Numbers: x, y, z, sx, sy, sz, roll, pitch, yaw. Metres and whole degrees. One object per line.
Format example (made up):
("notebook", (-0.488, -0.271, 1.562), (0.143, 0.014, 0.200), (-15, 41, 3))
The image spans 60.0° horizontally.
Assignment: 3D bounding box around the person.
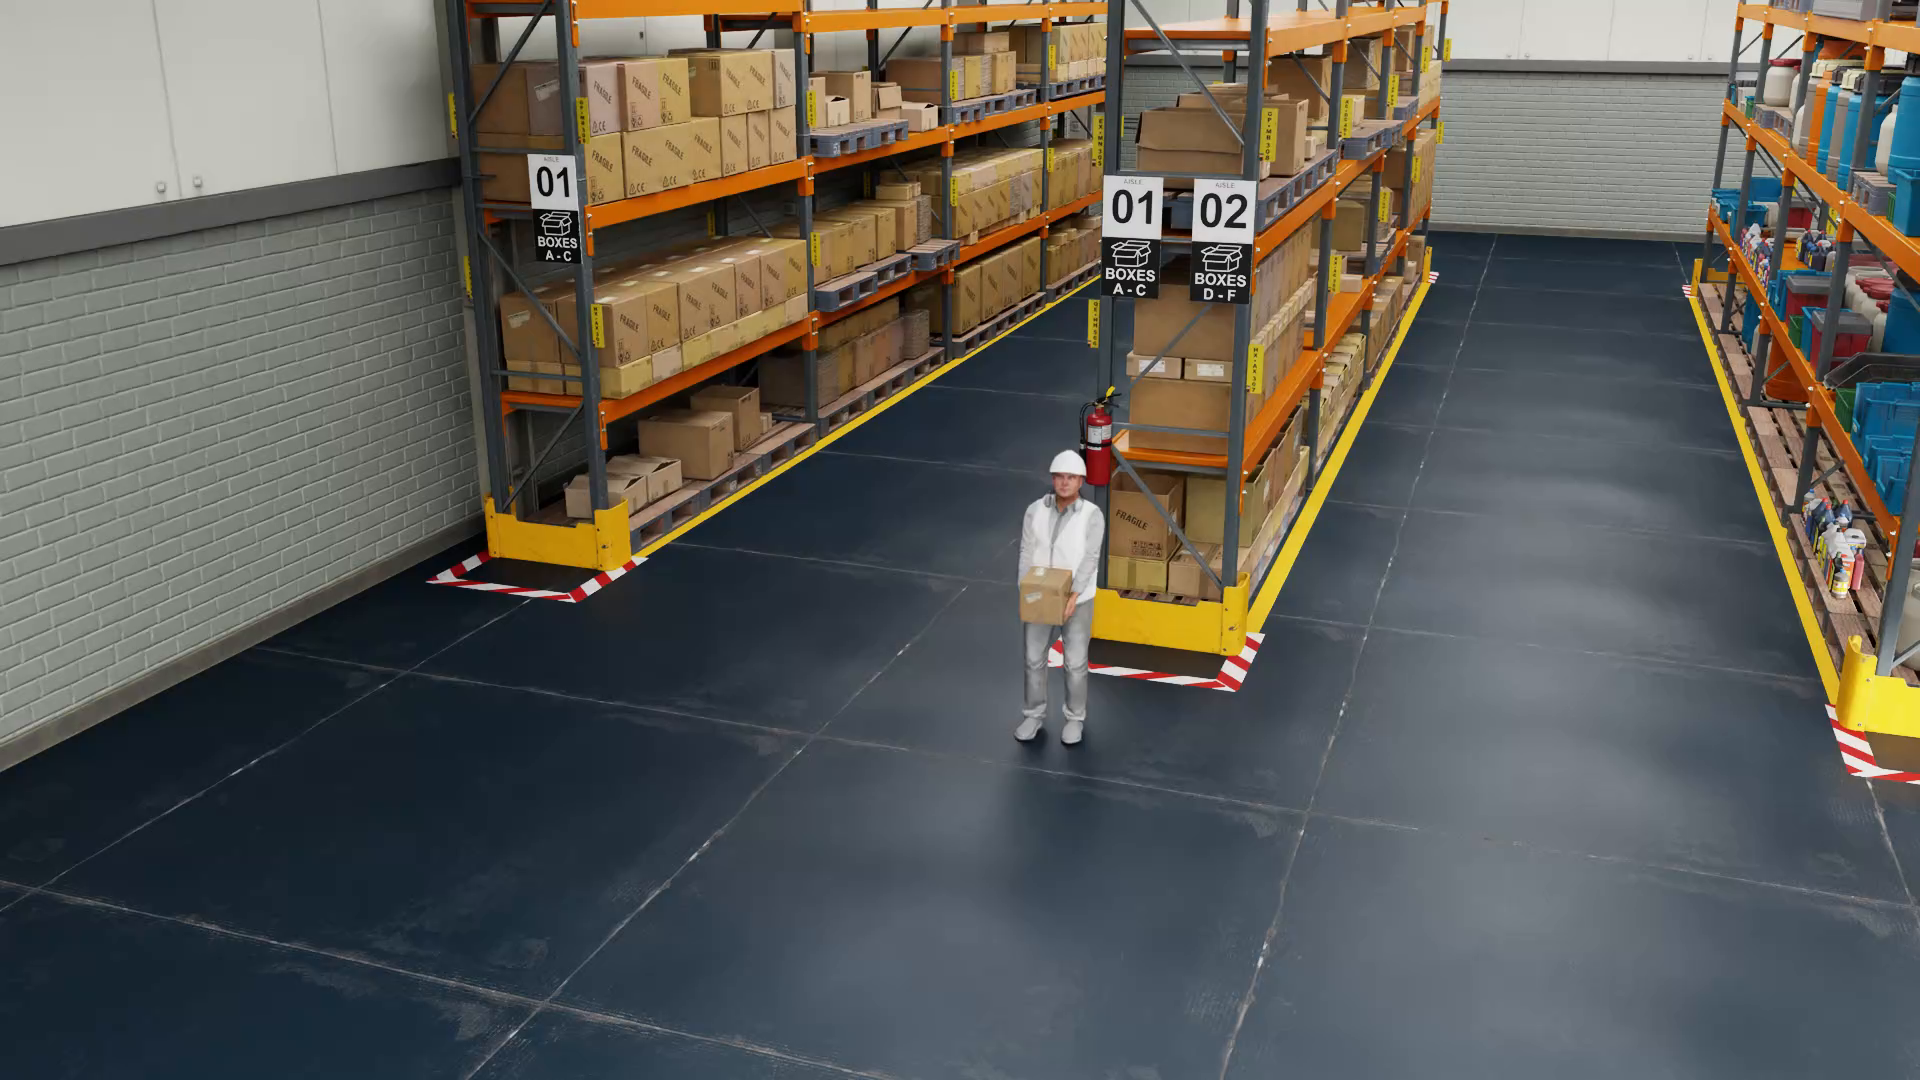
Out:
("person", (0.582, 0.362, 9.935), (0.501, 1.774, 0.548), (6, 20, 18))
